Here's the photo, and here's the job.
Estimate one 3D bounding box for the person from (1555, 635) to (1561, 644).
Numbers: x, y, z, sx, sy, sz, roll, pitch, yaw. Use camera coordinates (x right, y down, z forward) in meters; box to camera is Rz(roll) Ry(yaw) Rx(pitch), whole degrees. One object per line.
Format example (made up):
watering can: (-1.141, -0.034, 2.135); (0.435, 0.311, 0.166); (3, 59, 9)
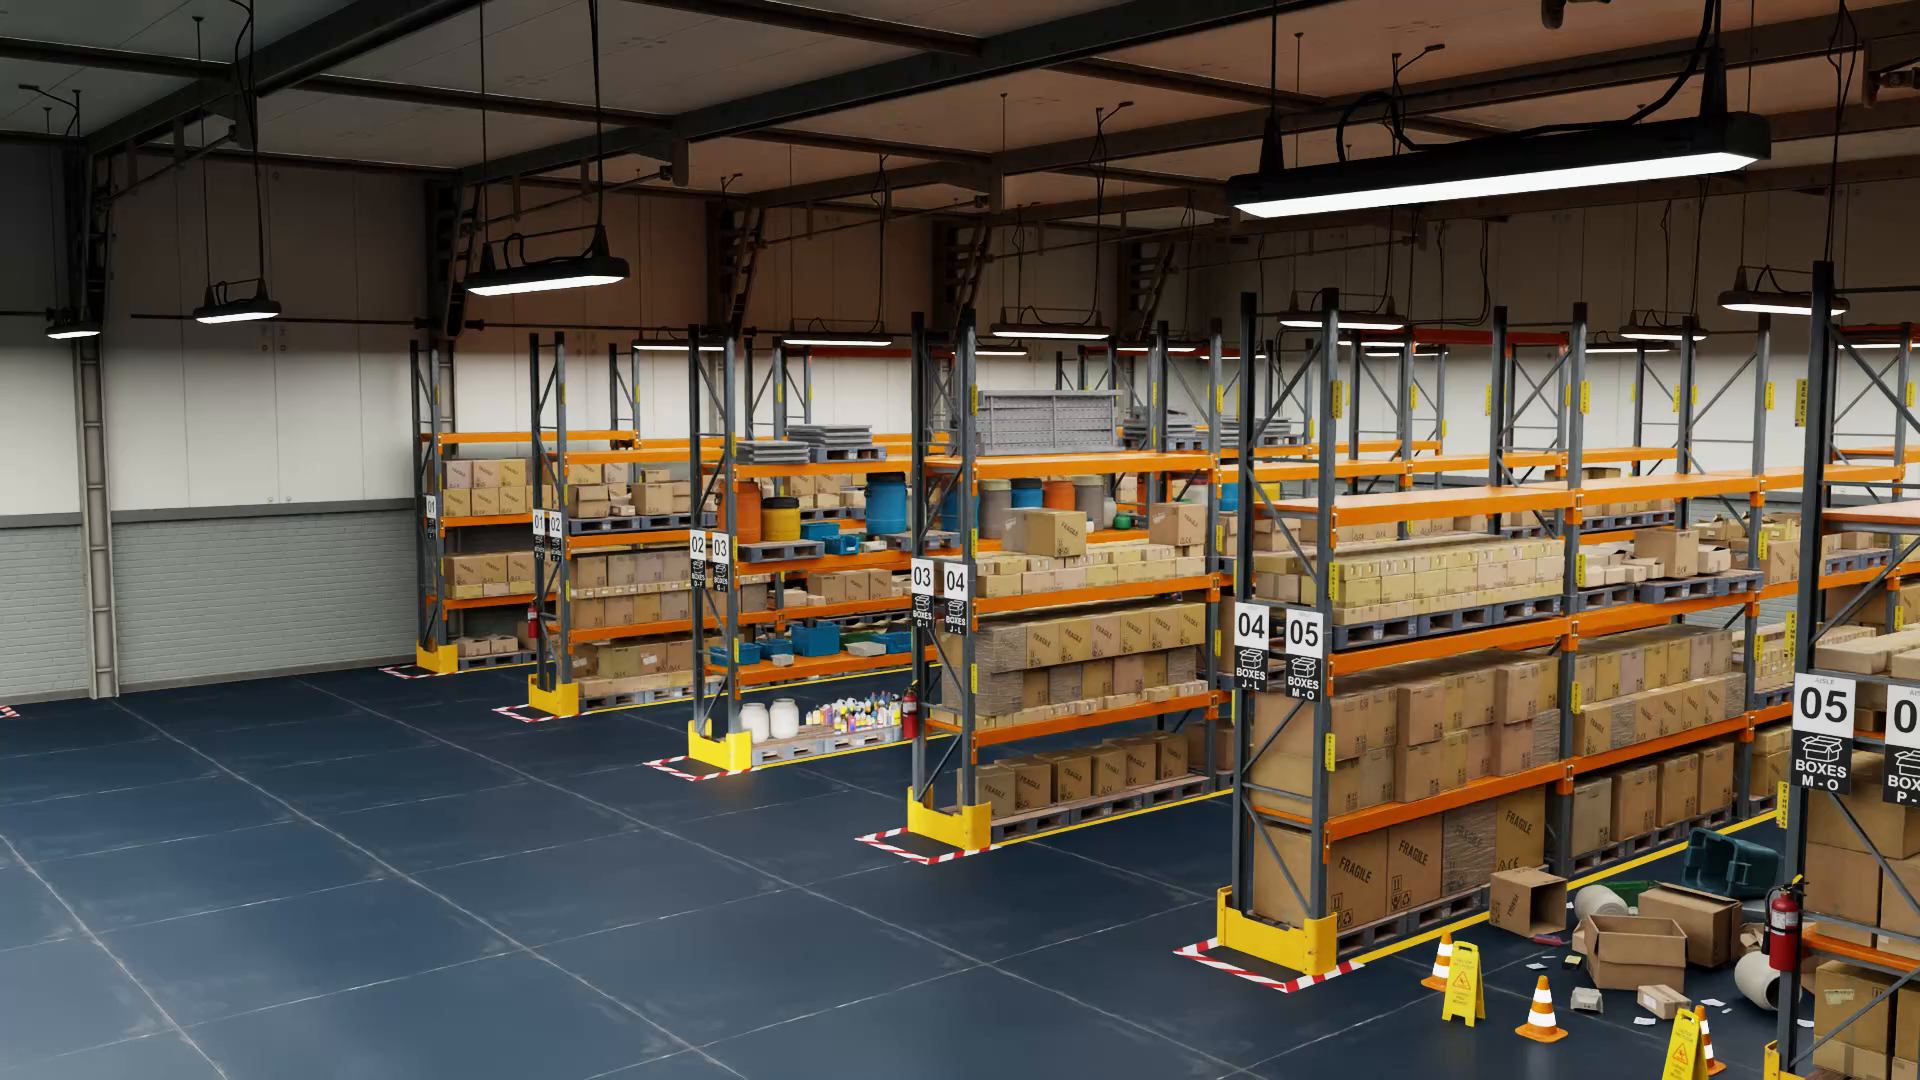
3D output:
person: (8.736, 2.044, 24.104); (1.039, 1.720, 0.591); (-4, 7, -39)

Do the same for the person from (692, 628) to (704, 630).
person: (-4.790, 1.482, 30.285); (0.587, 1.709, 0.989); (4, 6, 34)
